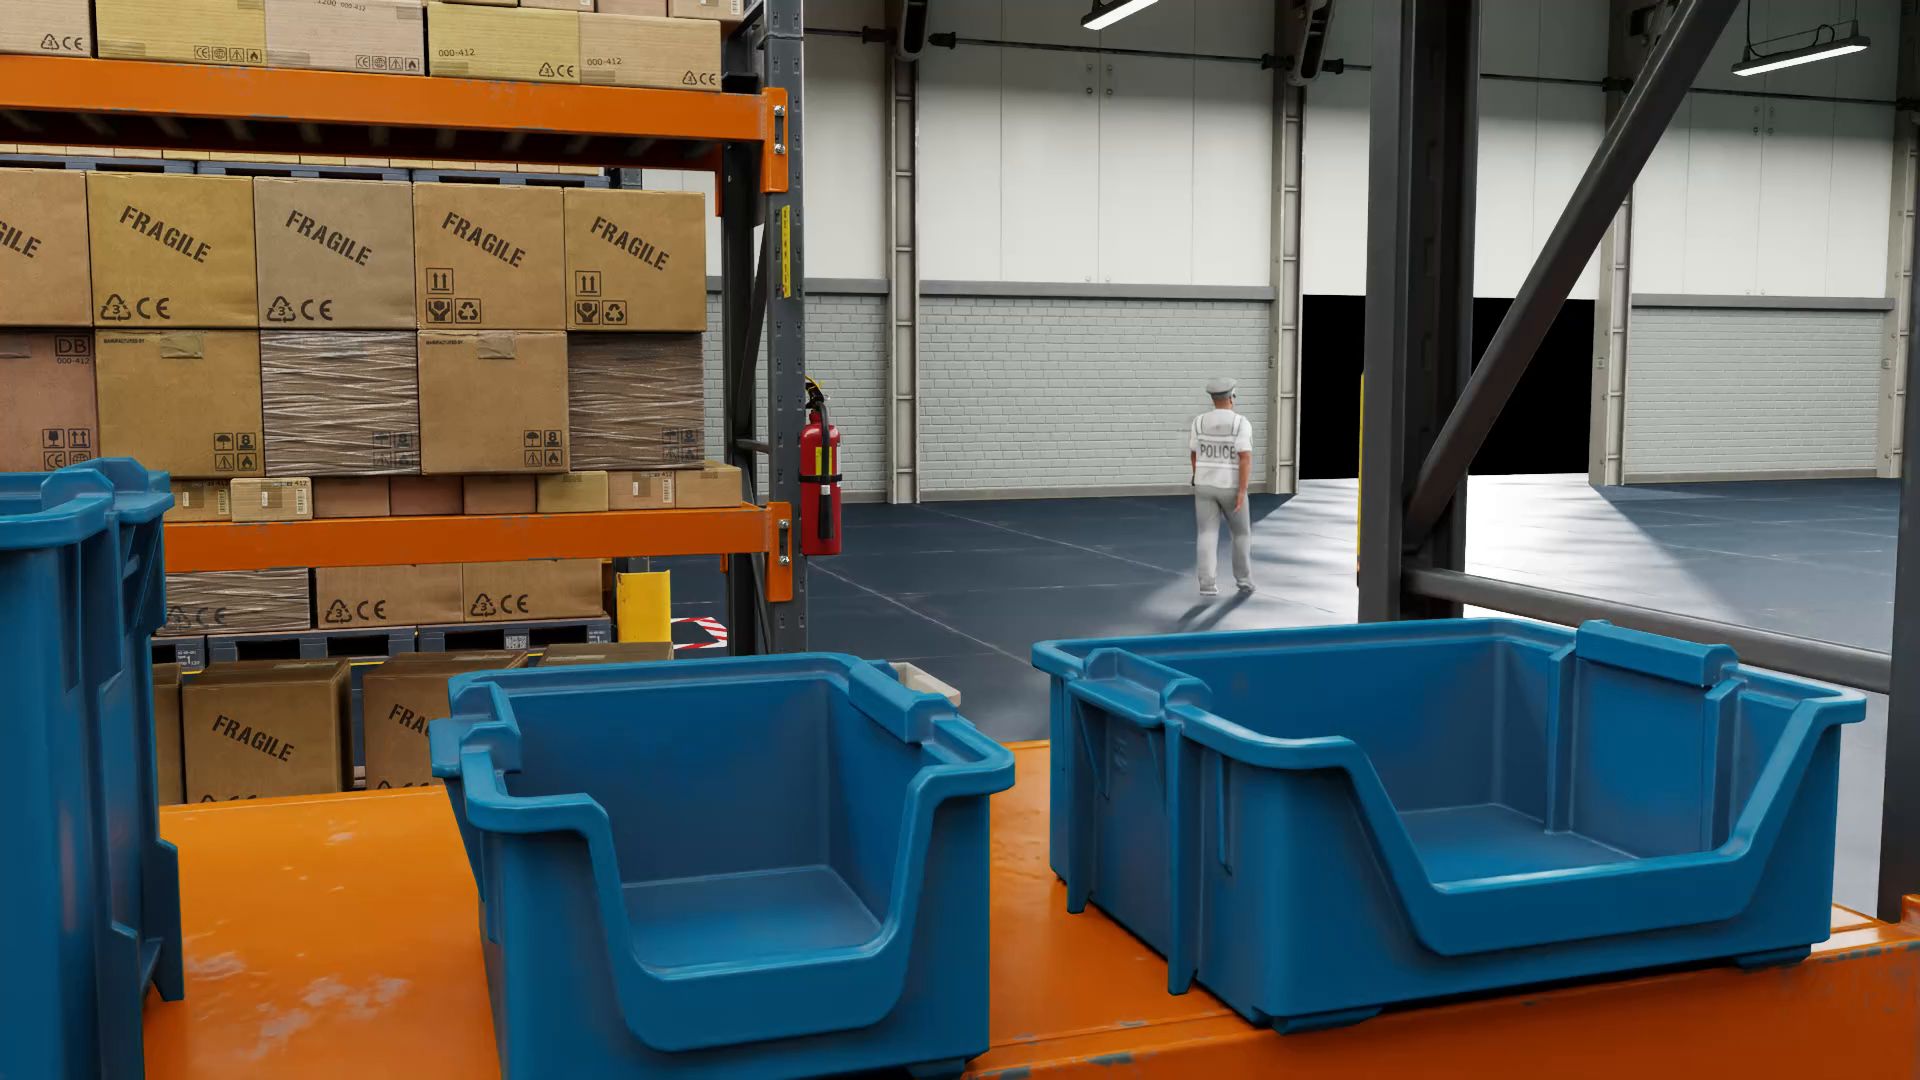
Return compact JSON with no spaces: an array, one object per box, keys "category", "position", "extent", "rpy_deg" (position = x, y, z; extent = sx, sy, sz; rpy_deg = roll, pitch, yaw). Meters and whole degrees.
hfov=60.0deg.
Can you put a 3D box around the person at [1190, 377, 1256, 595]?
[{"category":"person","position":[2.133,-0.429,13.445],"extent":[0.529,1.767,0.903],"rpy_deg":[2,6,21]}]
